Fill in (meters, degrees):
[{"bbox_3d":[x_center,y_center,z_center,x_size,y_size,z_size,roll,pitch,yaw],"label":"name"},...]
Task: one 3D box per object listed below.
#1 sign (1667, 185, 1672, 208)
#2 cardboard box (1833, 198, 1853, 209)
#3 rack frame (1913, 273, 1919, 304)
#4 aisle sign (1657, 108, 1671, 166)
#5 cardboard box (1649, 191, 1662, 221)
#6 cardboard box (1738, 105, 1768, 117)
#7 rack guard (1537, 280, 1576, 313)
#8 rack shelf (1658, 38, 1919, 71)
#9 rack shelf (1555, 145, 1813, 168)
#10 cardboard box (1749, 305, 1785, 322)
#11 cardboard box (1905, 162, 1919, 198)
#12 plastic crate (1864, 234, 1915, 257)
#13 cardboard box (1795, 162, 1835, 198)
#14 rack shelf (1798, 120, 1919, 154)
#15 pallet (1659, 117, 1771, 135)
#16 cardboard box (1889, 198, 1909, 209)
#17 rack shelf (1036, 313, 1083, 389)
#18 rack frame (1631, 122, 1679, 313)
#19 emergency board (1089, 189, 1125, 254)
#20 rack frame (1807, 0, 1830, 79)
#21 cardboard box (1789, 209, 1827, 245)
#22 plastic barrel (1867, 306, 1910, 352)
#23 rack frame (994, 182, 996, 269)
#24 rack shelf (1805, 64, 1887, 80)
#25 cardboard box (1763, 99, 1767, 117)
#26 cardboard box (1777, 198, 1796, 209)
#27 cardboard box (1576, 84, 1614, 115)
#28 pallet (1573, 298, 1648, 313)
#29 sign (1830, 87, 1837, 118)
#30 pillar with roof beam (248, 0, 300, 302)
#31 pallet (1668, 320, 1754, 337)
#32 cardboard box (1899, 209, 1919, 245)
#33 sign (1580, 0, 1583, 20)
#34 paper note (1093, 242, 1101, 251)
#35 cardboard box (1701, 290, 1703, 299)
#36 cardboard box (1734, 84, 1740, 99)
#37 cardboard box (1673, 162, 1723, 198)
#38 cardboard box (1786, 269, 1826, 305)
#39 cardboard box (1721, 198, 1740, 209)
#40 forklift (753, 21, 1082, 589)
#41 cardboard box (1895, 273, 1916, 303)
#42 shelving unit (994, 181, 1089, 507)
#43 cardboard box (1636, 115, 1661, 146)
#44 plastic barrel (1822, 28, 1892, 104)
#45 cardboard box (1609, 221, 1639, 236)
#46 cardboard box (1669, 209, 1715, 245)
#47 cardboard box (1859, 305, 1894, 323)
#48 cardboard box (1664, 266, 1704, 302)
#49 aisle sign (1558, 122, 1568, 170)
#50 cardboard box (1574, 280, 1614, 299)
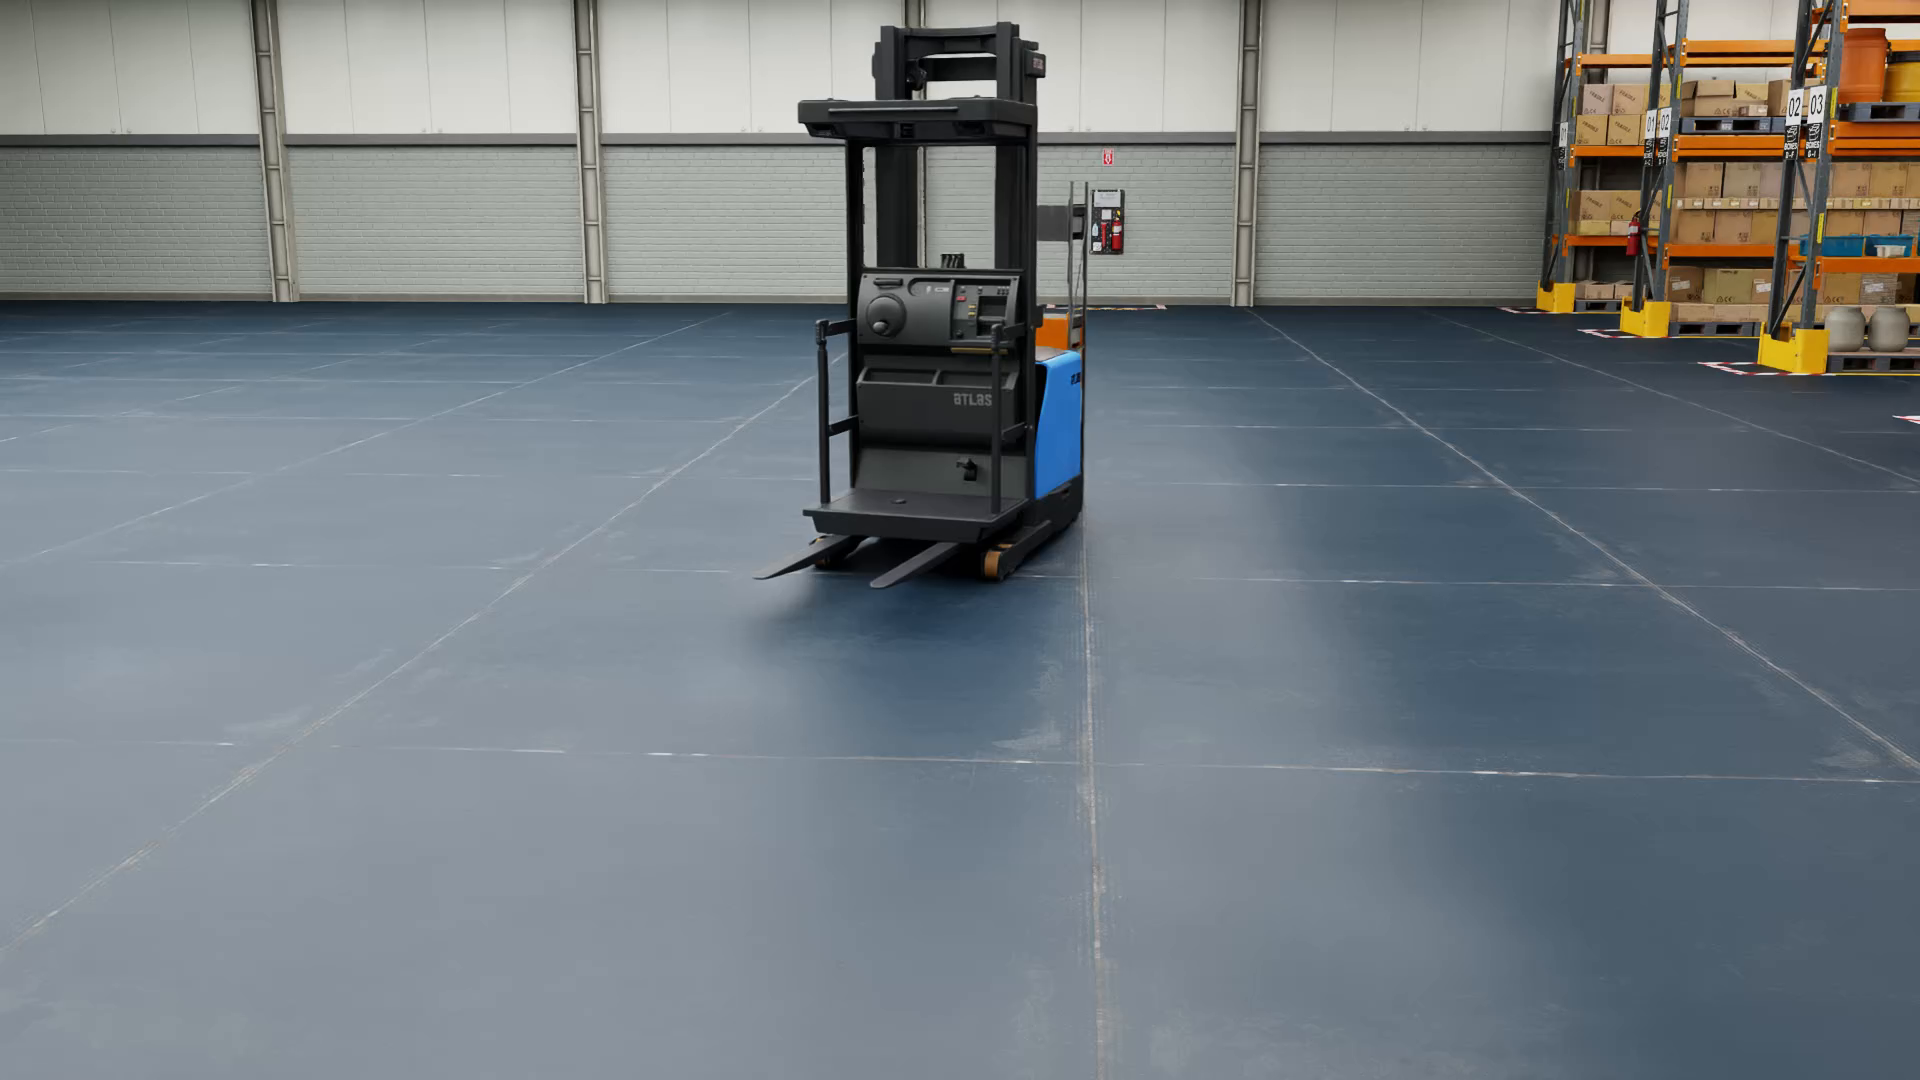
[{"bbox_3d":[10.015,-4.847,23.477,0.005,0.325,0.100,1,12,4],"label":"sign"},{"bbox_3d":[12.497,-4.787,23.670,0.250,0.149,0.380,1,12,5],"label":"cardboard box"},{"bbox_3d":[14.049,-4.443,23.854,0.127,3.000,1.000,1,12,4],"label":"rack frame"},{"bbox_3d":[9.972,-5.709,23.554,0.004,0.787,0.394,1,12,4],"label":"aisle sign"},{"bbox_3d":[11.849,-5.728,28.483,0.500,0.500,0.500,0,12,2],"label":"cardboard box"},{"bbox_3d":[11.220,-6.065,23.527,0.250,0.149,0.380,1,12,4],"label":"cardboard box"},{"bbox_3d":[10.461,-4.285,29.204,0.348,0.500,1.175,1,12,4],"label":"rack guard"},{"bbox_3d":[12.054,-6.859,23.485,4.000,0.370,1.077,1,12,4],"label":"rack shelf"},{"bbox_3d":[12.381,-6.599,28.589,4.000,0.370,1.077,1,12,4],"label":"rack shelf"},{"bbox_3d":[11.576,-3.292,24.039,0.500,0.250,0.500,1,12,4],"label":"cardboard box"},{"bbox_3d":[13.606,-5.132,23.734,0.500,0.500,0.700,1,12,4],"label":"cardboard box"},{"bbox_3d":[10.890,-3.457,19.505,0.408,0.251,0.499,1,12,4],"label":"plastic crate"},{"bbox_3d":[12.104,-5.152,23.832,0.500,0.500,0.700,1,12,4],"label":"cardboard box"},{"bbox_3d":[11.719,-4.575,18.914,4.000,0.370,1.077,1,12,4],"label":"rack shelf"},{"bbox_3d":[10.762,-5.908,23.746,1.213,0.211,1.003,1,12,4],"label":"pallet"},{"bbox_3d":[13.255,-4.776,23.618,0.250,0.149,0.380,0,12,2],"label":"cardboard box"},{"bbox_3d":[0.518,-1.219,10.706,0.480,0.518,0.431,4,12,18],"label":"rack shelf"},{"bbox_3d":[10.058,-4.498,24.115,0.127,3.000,1.000,1,12,4],"label":"rack frame"},{"bbox_3d":[2.692,-5.801,30.344,0.643,1.169,0.194,1,12,4],"label":"emergency board"},{"bbox_3d":[14.376,-8.392,28.078,0.127,3.000,1.000,1,12,4],"label":"rack frame"},{"bbox_3d":[12.068,-4.517,23.964,0.500,0.500,0.700,1,12,5],"label":"cardboard box"},{"bbox_3d":[10.885,-2.473,19.489,0.421,0.512,0.421,0,12,0],"label":"plastic barrel"},{"bbox_3d":[0.287,-1.249,10.781,0.015,2.100,0.400,4,12,18],"label":"rack frame"},{"bbox_3d":[16.372,-7.816,28.061,4.000,0.370,1.077,1,12,4],"label":"rack shelf"},{"bbox_3d":[11.779,-6.227,23.906,0.500,0.311,0.500,2,12,10],"label":"cardboard box"},{"bbox_3d":[11.720,-4.798,23.720,0.250,0.149,0.380,1,12,3],"label":"cardboard box"},{"bbox_3d":[10.753,-7.471,28.269,0.500,0.500,0.500,0,12,0],"label":"cardboard box"},{"bbox_3d":[11.269,-4.126,29.146,1.213,0.211,1.003,1,12,4],"label":"pallet"},{"bbox_3d":[9.682,-4.846,18.433,0.005,0.325,0.100,1,12,4],"label":"sign"},{"bbox_3d":[-13.092,-8.062,26.504,0.400,9.000,9.100,1,12,4],"label":"pillar with roof beam"},{"bbox_3d":[10.824,-3.131,24.392,1.213,0.211,1.003,1,12,4],"label":"pallet"},{"bbox_3d":[13.606,-4.497,23.866,0.500,0.500,0.700,0,12,2],"label":"cardboard box"},{"bbox_3d":[10.349,-8.831,27.706,0.005,0.325,0.100,1,12,4],"label":"sign"},{"bbox_3d":[2.520,-5.386,30.513,0.142,0.148,0.016,1,12,4],"label":"paper note"},{"bbox_3d":[12.782,-4.301,29.063,0.250,0.149,0.380,0,12,-1],"label":"cardboard box"},{"bbox_3d":[12.789,-7.433,28.088,0.500,0.500,0.500,0,12,2],"label":"cardboard box"},{"bbox_3d":[10.576,-5.172,23.926,0.500,0.500,0.700,1,12,4],"label":"cardboard box"},{"bbox_3d":[12.075,-3.651,23.924,0.500,0.500,0.500,1,12,4],"label":"cardboard box"},{"bbox_3d":[10.948,-4.808,23.770,0.250,0.149,0.380,1,12,4],"label":"cardboard box"},{"bbox_3d":[-0.191,-1.308,9.034,1.130,2.935,3.031,4,12,18],"label":"forklift"},{"bbox_3d":[13.607,-3.740,24.352,0.500,0.500,0.500,1,12,4],"label":"cardboard box"},{"bbox_3d":[0.518,-1.233,10.704,0.503,2.100,0.431,4,12,18],"label":"shelving unit"},{"bbox_3d":[11.754,-6.960,28.268,0.500,0.500,0.500,1,12,6],"label":"cardboard box"},{"bbox_3d":[10.217,-5.389,18.976,0.708,0.830,0.600,1,12,4],"label":"plastic barrel"},{"bbox_3d":[11.370,-5.370,28.605,0.500,0.250,0.500,0,12,2],"label":"cardboard box"},{"bbox_3d":[10.523,-4.538,24.062,0.500,0.500,0.700,1,12,4],"label":"cardboard box"},{"bbox_3d":[13.074,-3.273,23.951,0.500,0.250,0.500,1,12,4],"label":"cardboard box"},{"bbox_3d":[10.613,-3.778,24.533,0.500,0.500,0.500,1,12,4],"label":"cardboard box"},{"bbox_3d":[10.293,-6.722,28.399,0.004,0.787,0.394,1,12,4],"label":"aisle sign"},{"bbox_3d":[11.070,-4.381,29.051,0.500,0.311,0.500,-1,12,-3],"label":"cardboard box"}]
